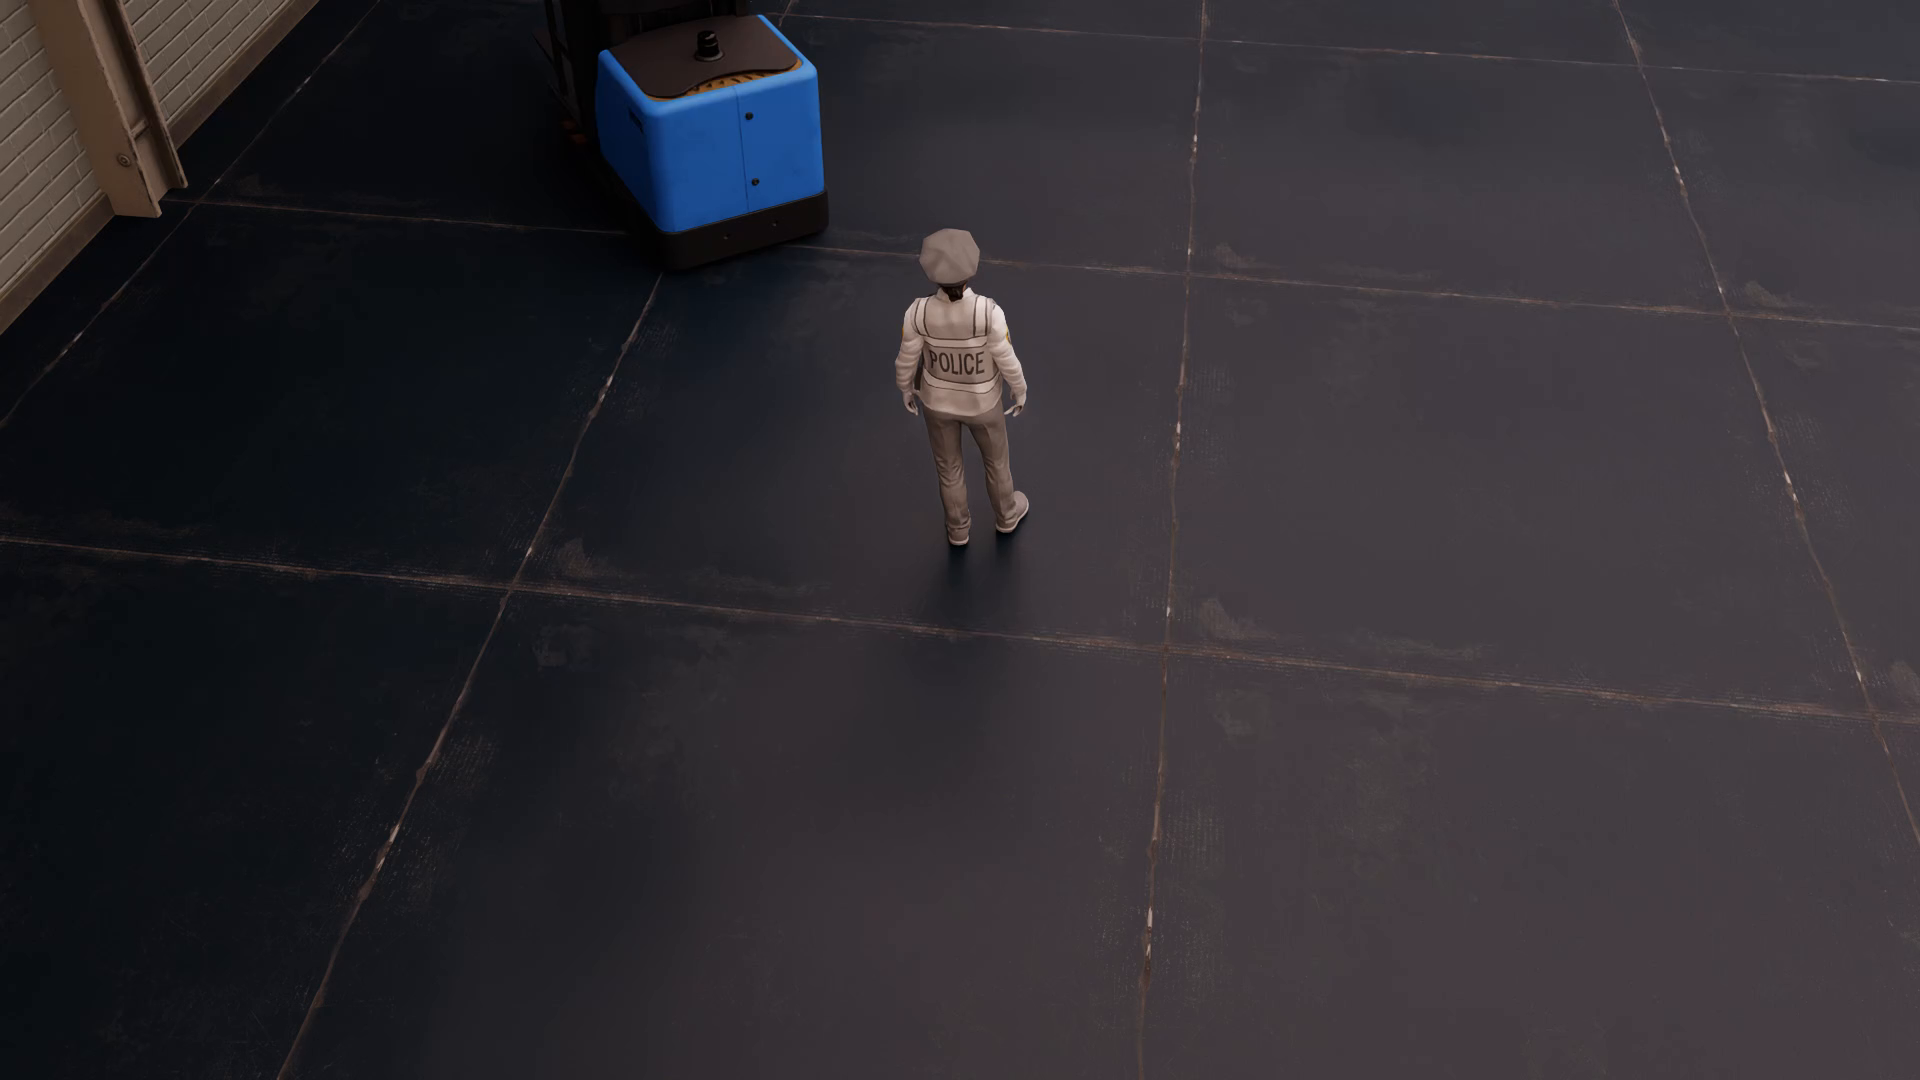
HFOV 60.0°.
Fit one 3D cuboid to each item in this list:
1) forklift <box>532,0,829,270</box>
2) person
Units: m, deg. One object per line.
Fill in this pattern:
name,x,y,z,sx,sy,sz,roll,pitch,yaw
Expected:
forklift,-1.912,-3.605,9.648,1.130,2.935,3.031,-20,46,-20
person,0.015,-0.674,7.362,0.588,1.695,0.531,5,43,6
